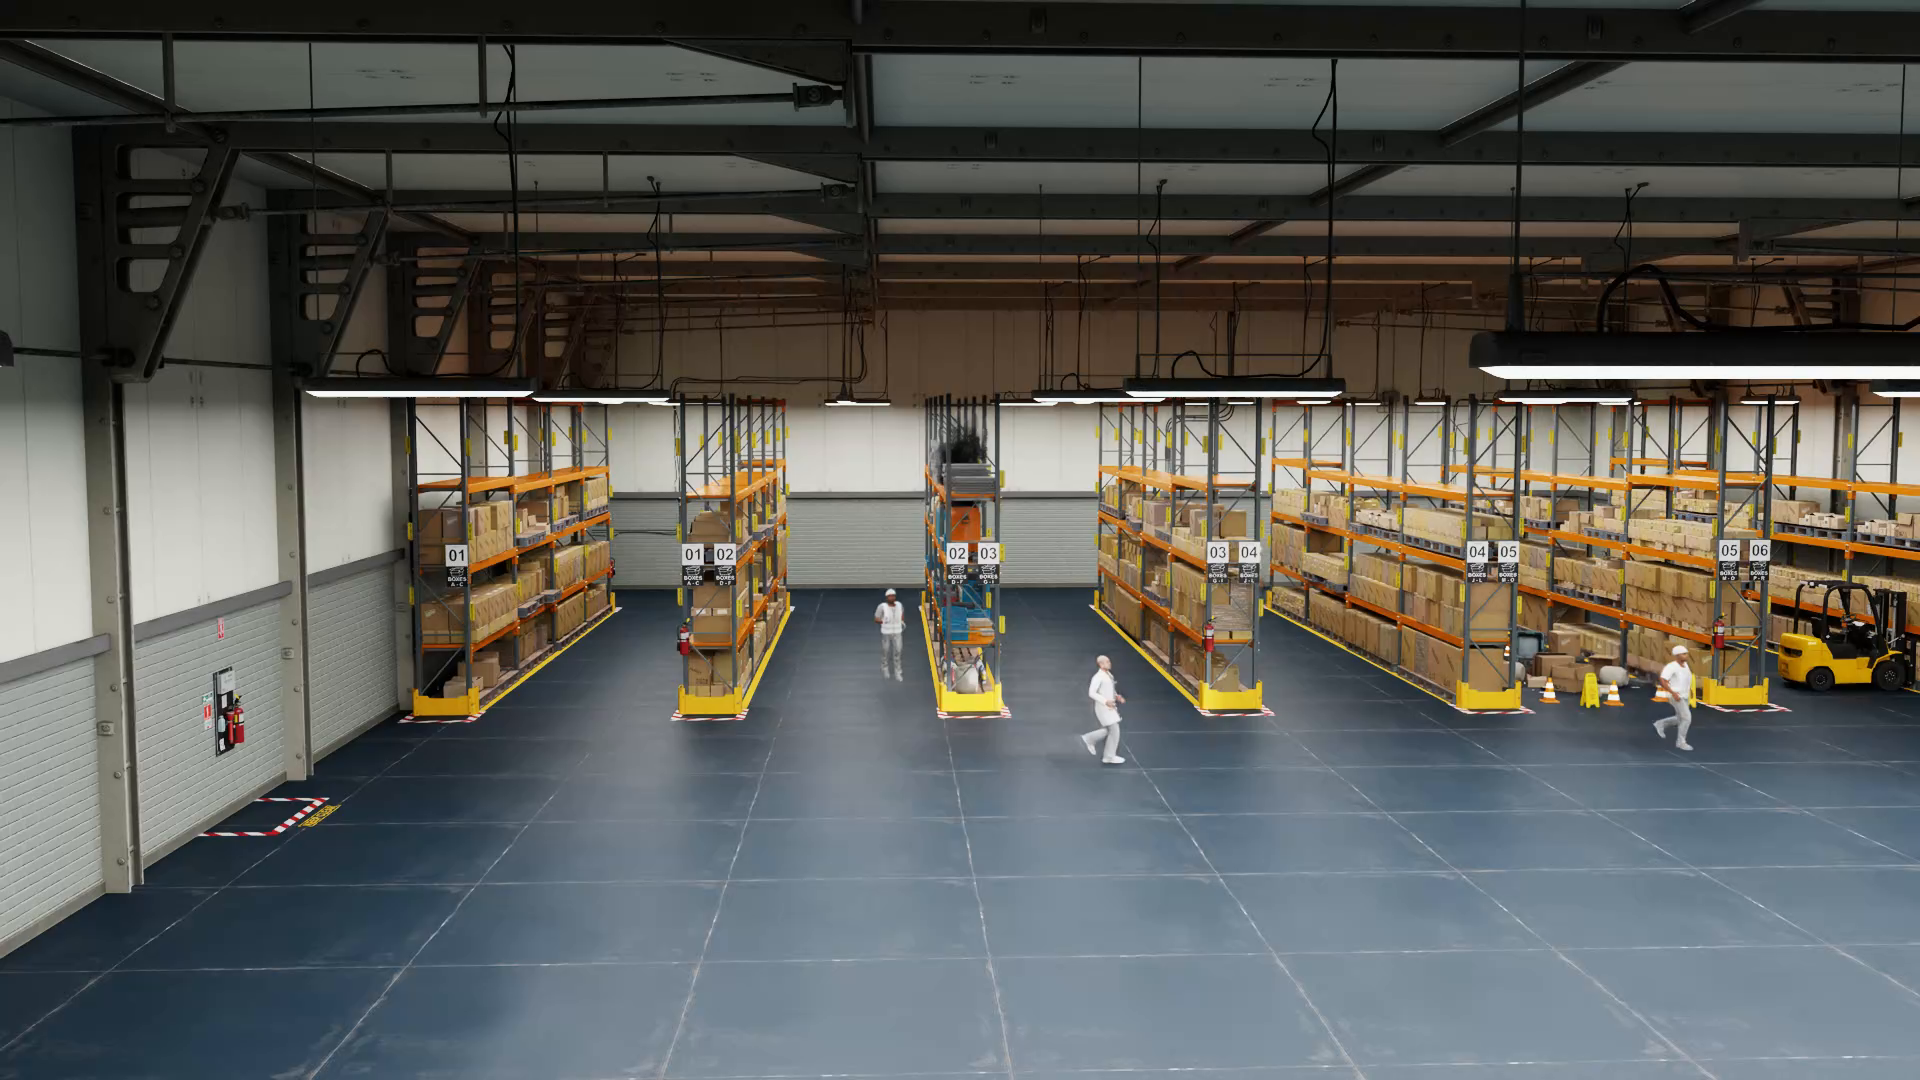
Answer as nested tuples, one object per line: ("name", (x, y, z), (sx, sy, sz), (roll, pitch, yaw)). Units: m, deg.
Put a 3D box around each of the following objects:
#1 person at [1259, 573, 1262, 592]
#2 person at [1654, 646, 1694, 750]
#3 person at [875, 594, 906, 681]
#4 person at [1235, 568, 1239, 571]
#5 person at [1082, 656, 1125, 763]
("person", (7.803, 1.367, 44.561), (0.593, 1.556, 0.491), (0, 5, 4))
("person", (12.090, 2.643, 28.141), (0.719, 1.737, 0.739), (-4, 6, -42))
("person", (-1.383, 1.911, 33.294), (0.662, 1.789, 0.907), (-1, 5, -16))
("person", (8.300, 1.021, 48.950), (0.811, 1.728, 0.796), (-1, 5, -7))
("person", (2.311, 2.732, 26.892), (0.754, 1.729, 0.712), (2, 5, 23))
